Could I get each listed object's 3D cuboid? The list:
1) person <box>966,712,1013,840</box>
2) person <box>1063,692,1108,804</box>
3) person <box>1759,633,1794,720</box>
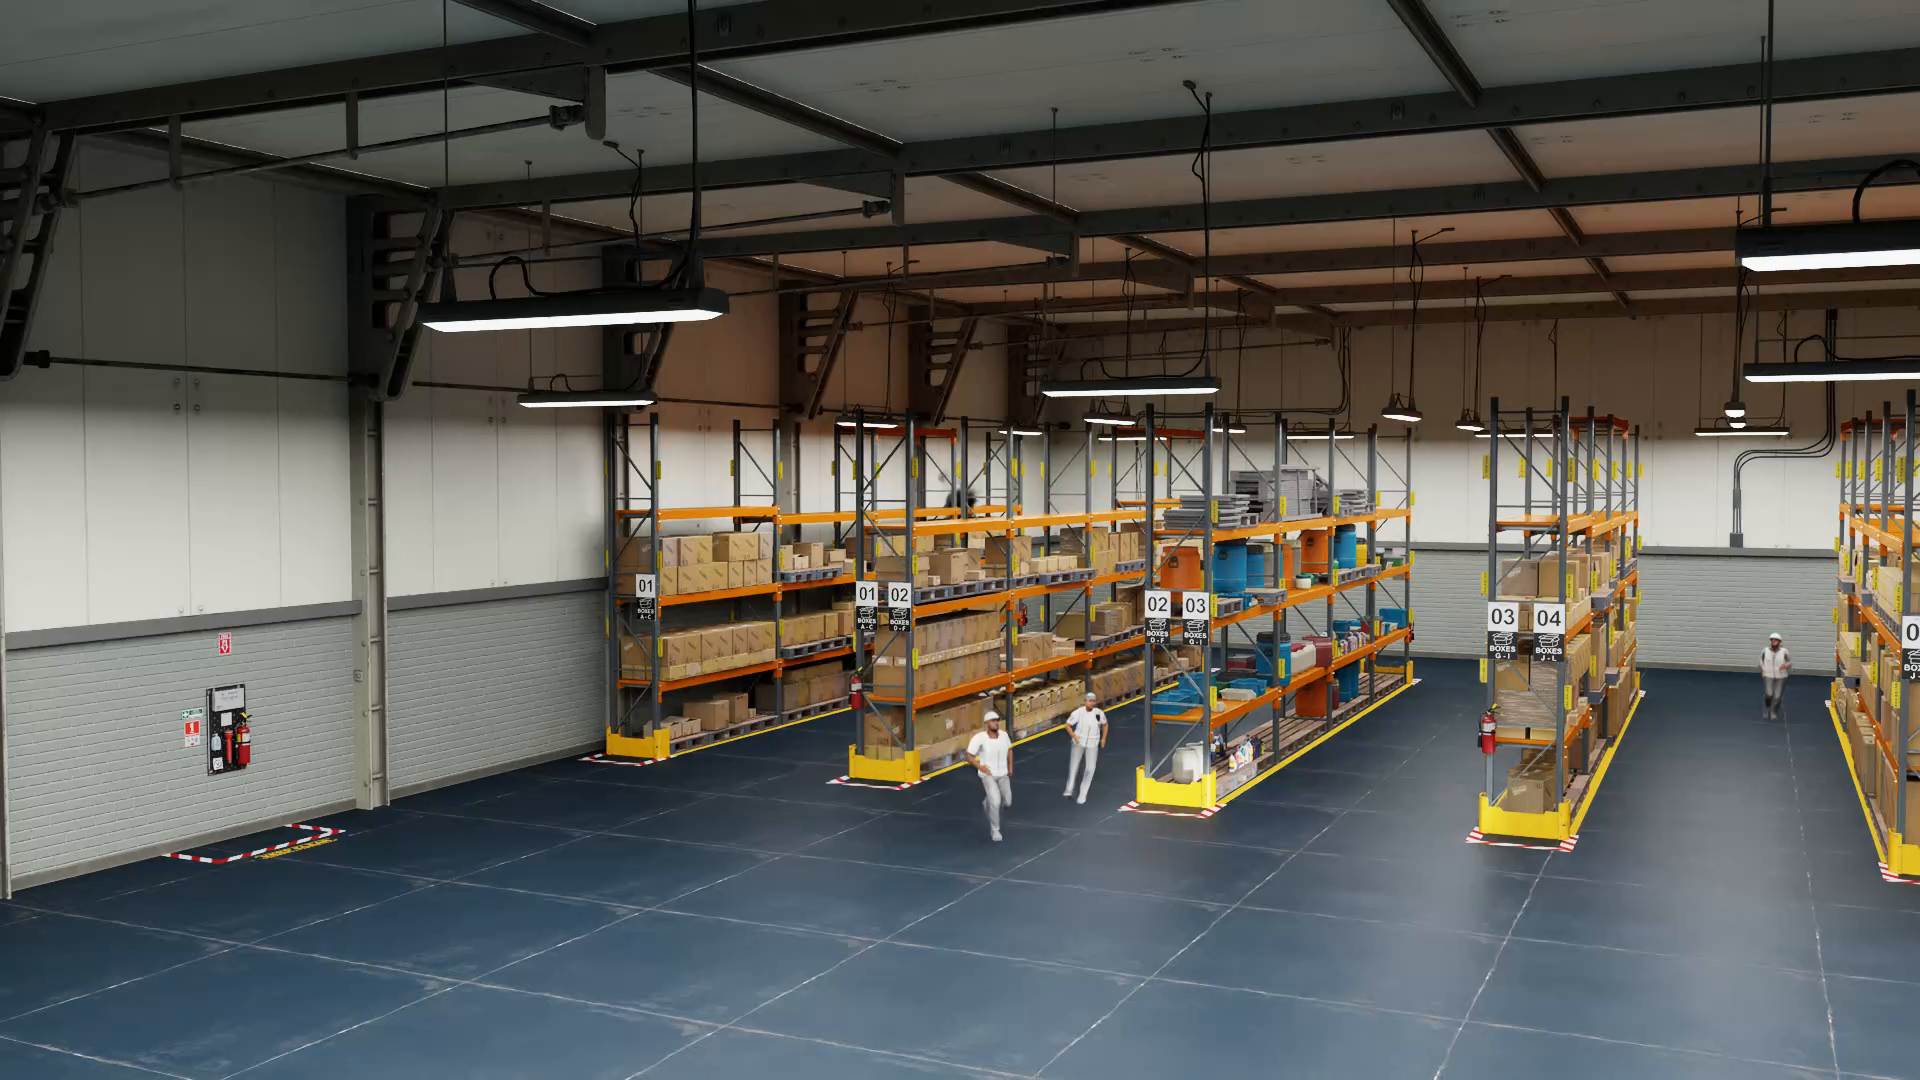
[{"bbox_3d":[0.423,3.197,22.715,0.736,1.726,0.613,-2,3,-32],"label":"person"},{"bbox_3d":[1.909,3.145,25.150,0.686,1.686,0.641,0,2,1],"label":"person"},{"bbox_3d":[16.250,2.729,33.140,0.639,1.744,0.645,1,3,29],"label":"person"}]
